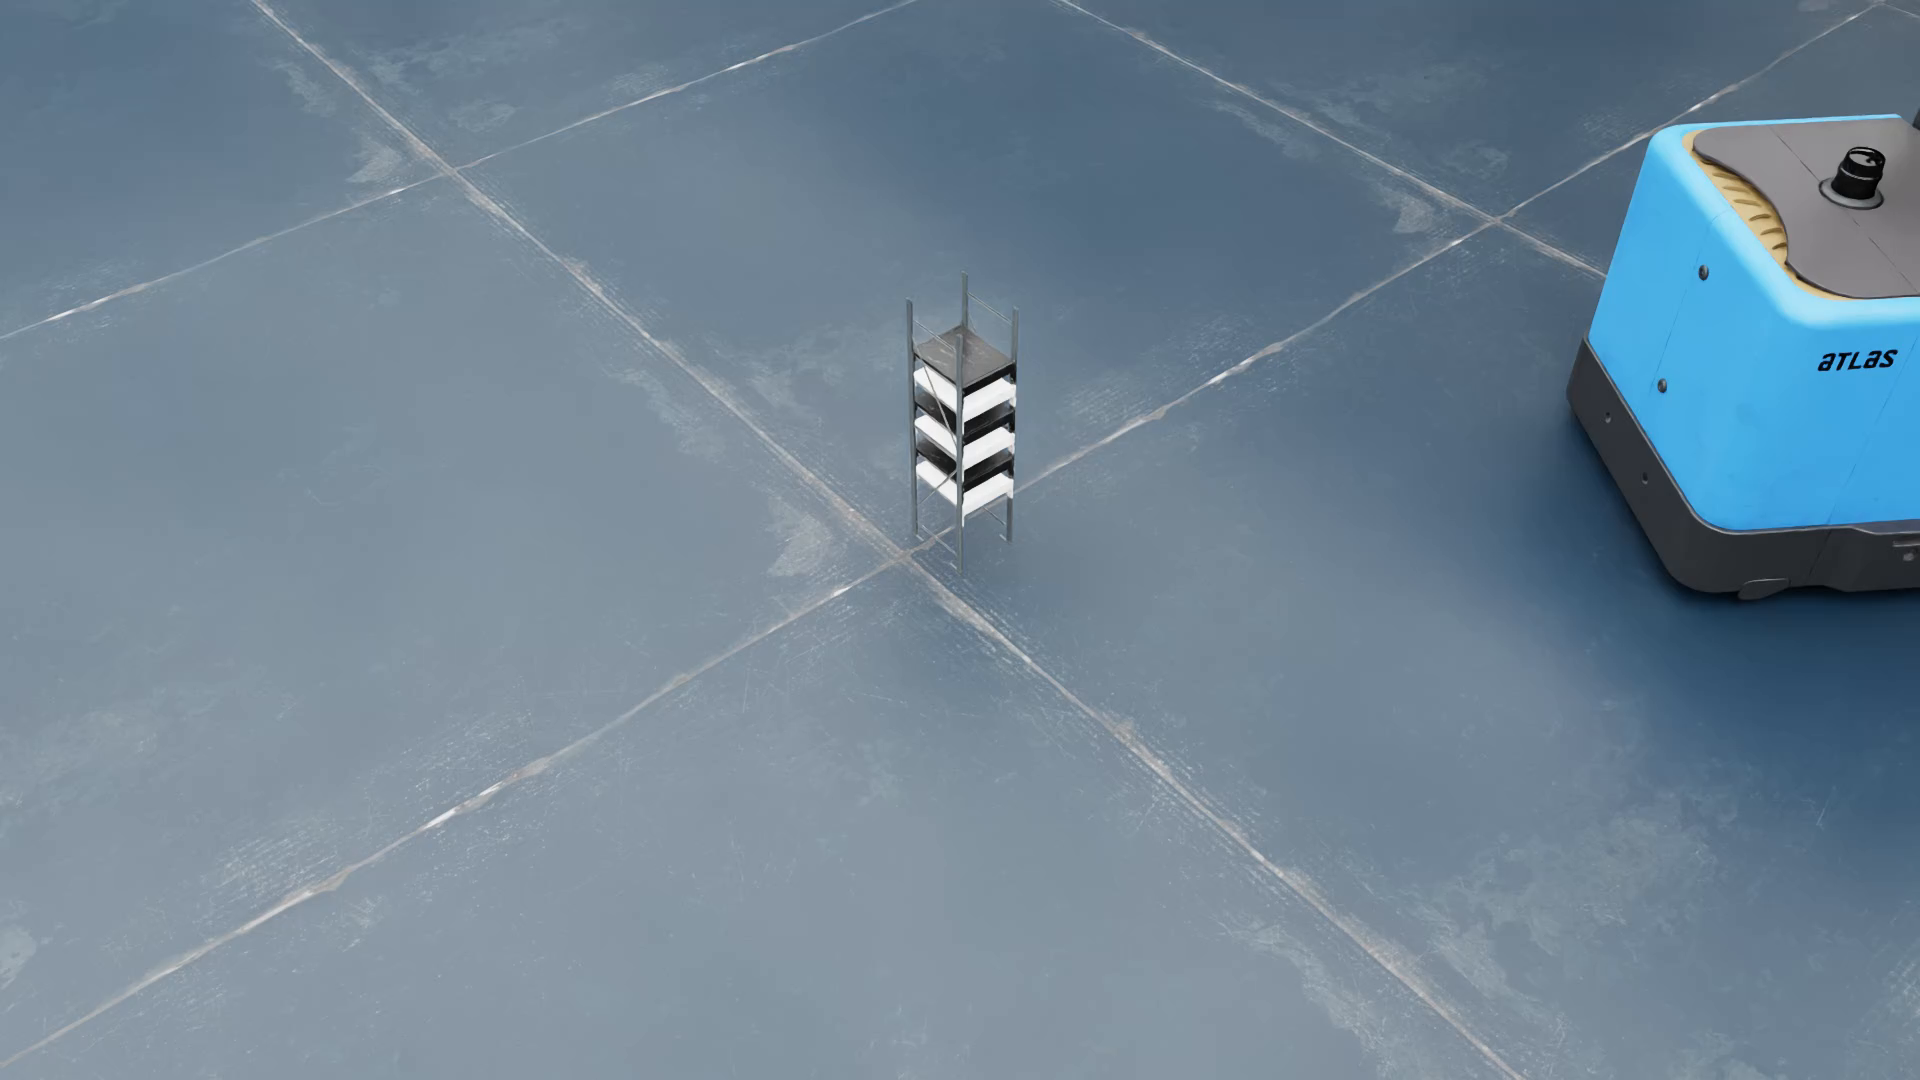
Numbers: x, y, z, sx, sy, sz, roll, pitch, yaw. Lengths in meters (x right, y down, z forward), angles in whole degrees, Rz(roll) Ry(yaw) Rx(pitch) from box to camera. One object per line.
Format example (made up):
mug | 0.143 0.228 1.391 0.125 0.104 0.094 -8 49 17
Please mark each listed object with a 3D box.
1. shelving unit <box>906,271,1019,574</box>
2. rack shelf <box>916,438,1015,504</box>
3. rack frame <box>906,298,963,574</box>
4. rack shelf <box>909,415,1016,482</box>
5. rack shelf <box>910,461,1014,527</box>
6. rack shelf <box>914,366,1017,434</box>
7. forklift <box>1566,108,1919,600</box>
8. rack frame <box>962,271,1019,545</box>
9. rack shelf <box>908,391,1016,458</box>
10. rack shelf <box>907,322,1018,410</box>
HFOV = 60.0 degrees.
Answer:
shelving unit | 0.006 -0.332 4.946 0.210 0.900 0.258 -30 51 -28
rack shelf | 0.006 -0.242 5.030 0.200 0.077 0.258 -30 51 -28
rack frame | -0.072 -0.287 4.898 0.006 0.900 0.240 -30 51 -28
rack shelf | 0.006 -0.307 4.969 0.200 0.077 0.258 -30 51 -28
rack shelf | 0.006 -0.176 5.092 0.200 0.077 0.258 -30 51 -28
rack shelf | 0.006 -0.438 4.845 0.200 0.077 0.258 -30 51 -28
forklift | 3.613 -1.309 4.503 3.031 2.935 1.130 -4 43 -4
rack frame | 0.084 -0.376 4.993 0.006 0.900 0.240 -30 51 -28
rack shelf | 0.006 -0.373 4.907 0.200 0.077 0.258 -30 51 -28
rack shelf | 0.006 -0.504 4.784 0.200 0.077 0.258 -30 51 -28
